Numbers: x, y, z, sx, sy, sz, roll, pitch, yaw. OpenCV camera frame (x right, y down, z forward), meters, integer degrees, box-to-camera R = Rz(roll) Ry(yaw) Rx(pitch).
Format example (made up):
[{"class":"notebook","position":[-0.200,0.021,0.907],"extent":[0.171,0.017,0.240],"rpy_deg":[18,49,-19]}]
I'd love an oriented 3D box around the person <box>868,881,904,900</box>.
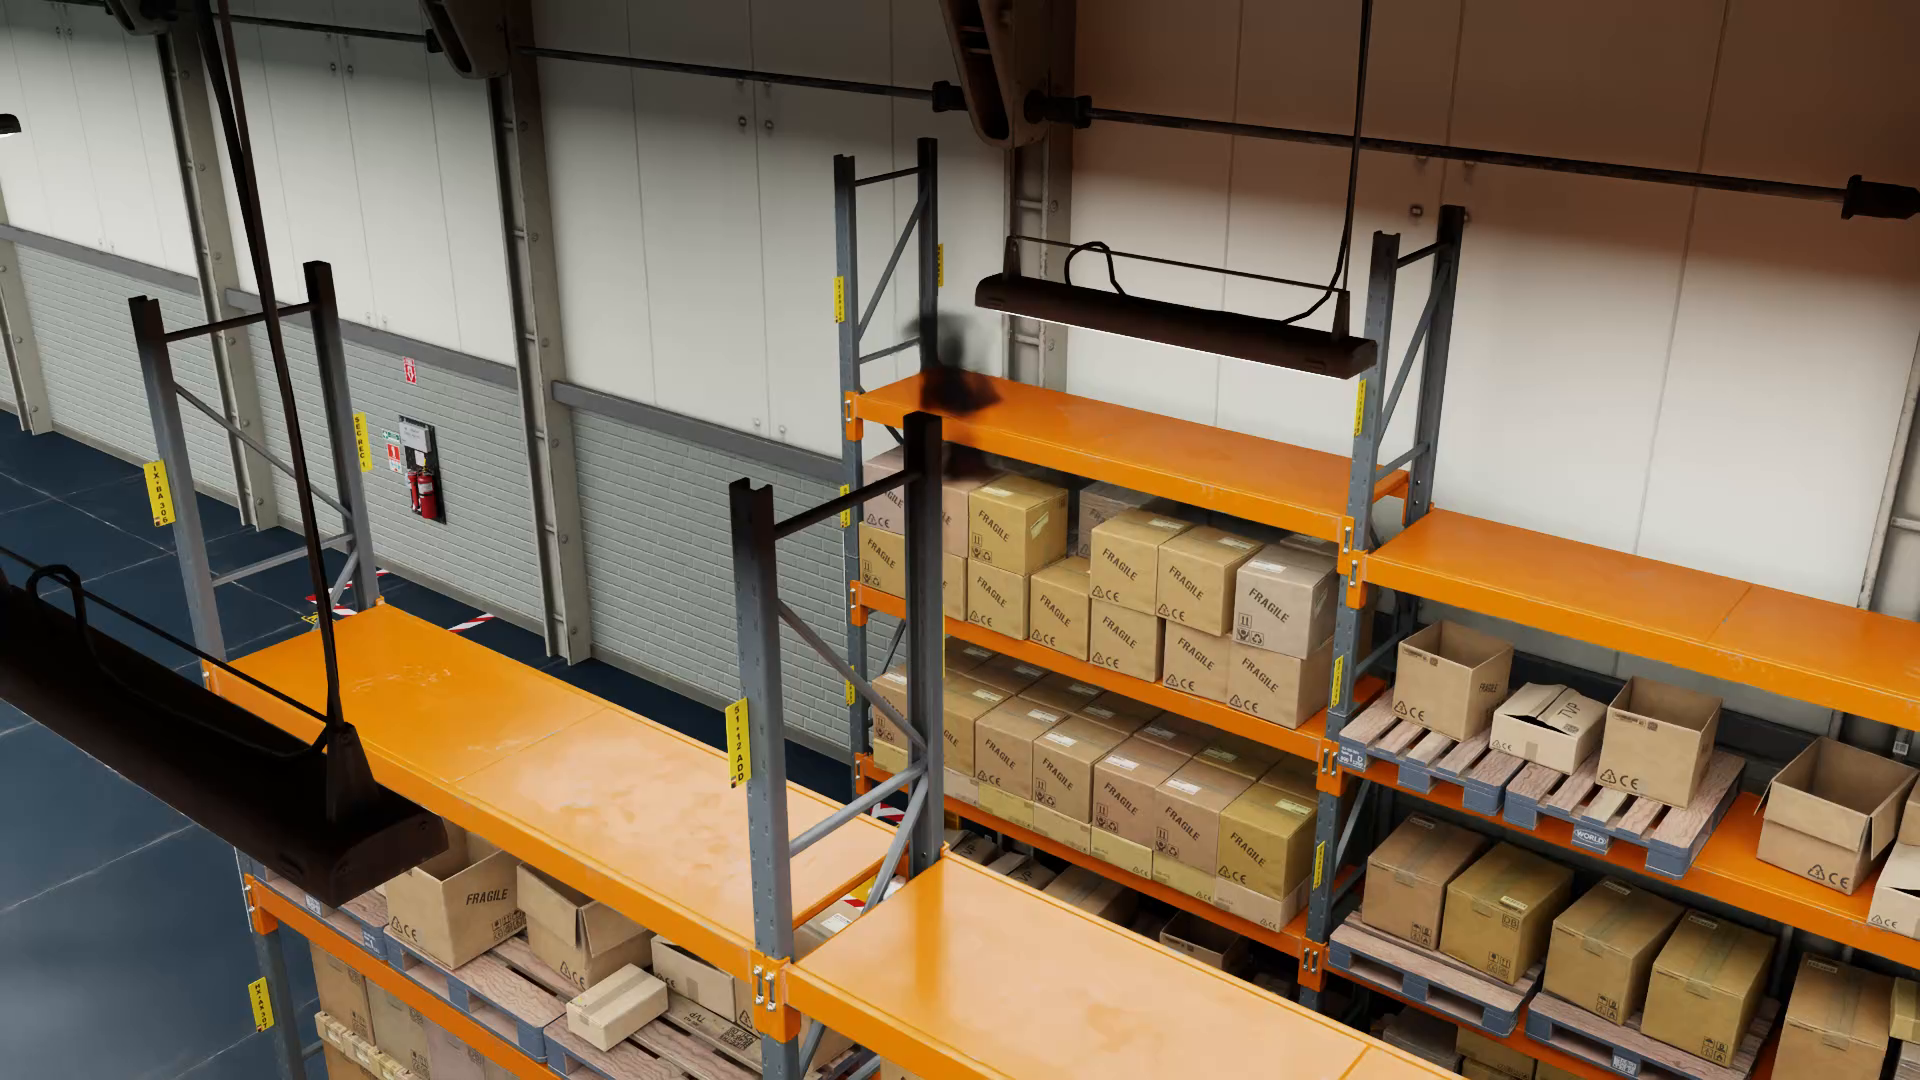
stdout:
[{"class":"person","position":[-0.418,3.050,11.105],"extent":[0.739,1.829,0.704],"rpy_deg":[5,23,13]}]
